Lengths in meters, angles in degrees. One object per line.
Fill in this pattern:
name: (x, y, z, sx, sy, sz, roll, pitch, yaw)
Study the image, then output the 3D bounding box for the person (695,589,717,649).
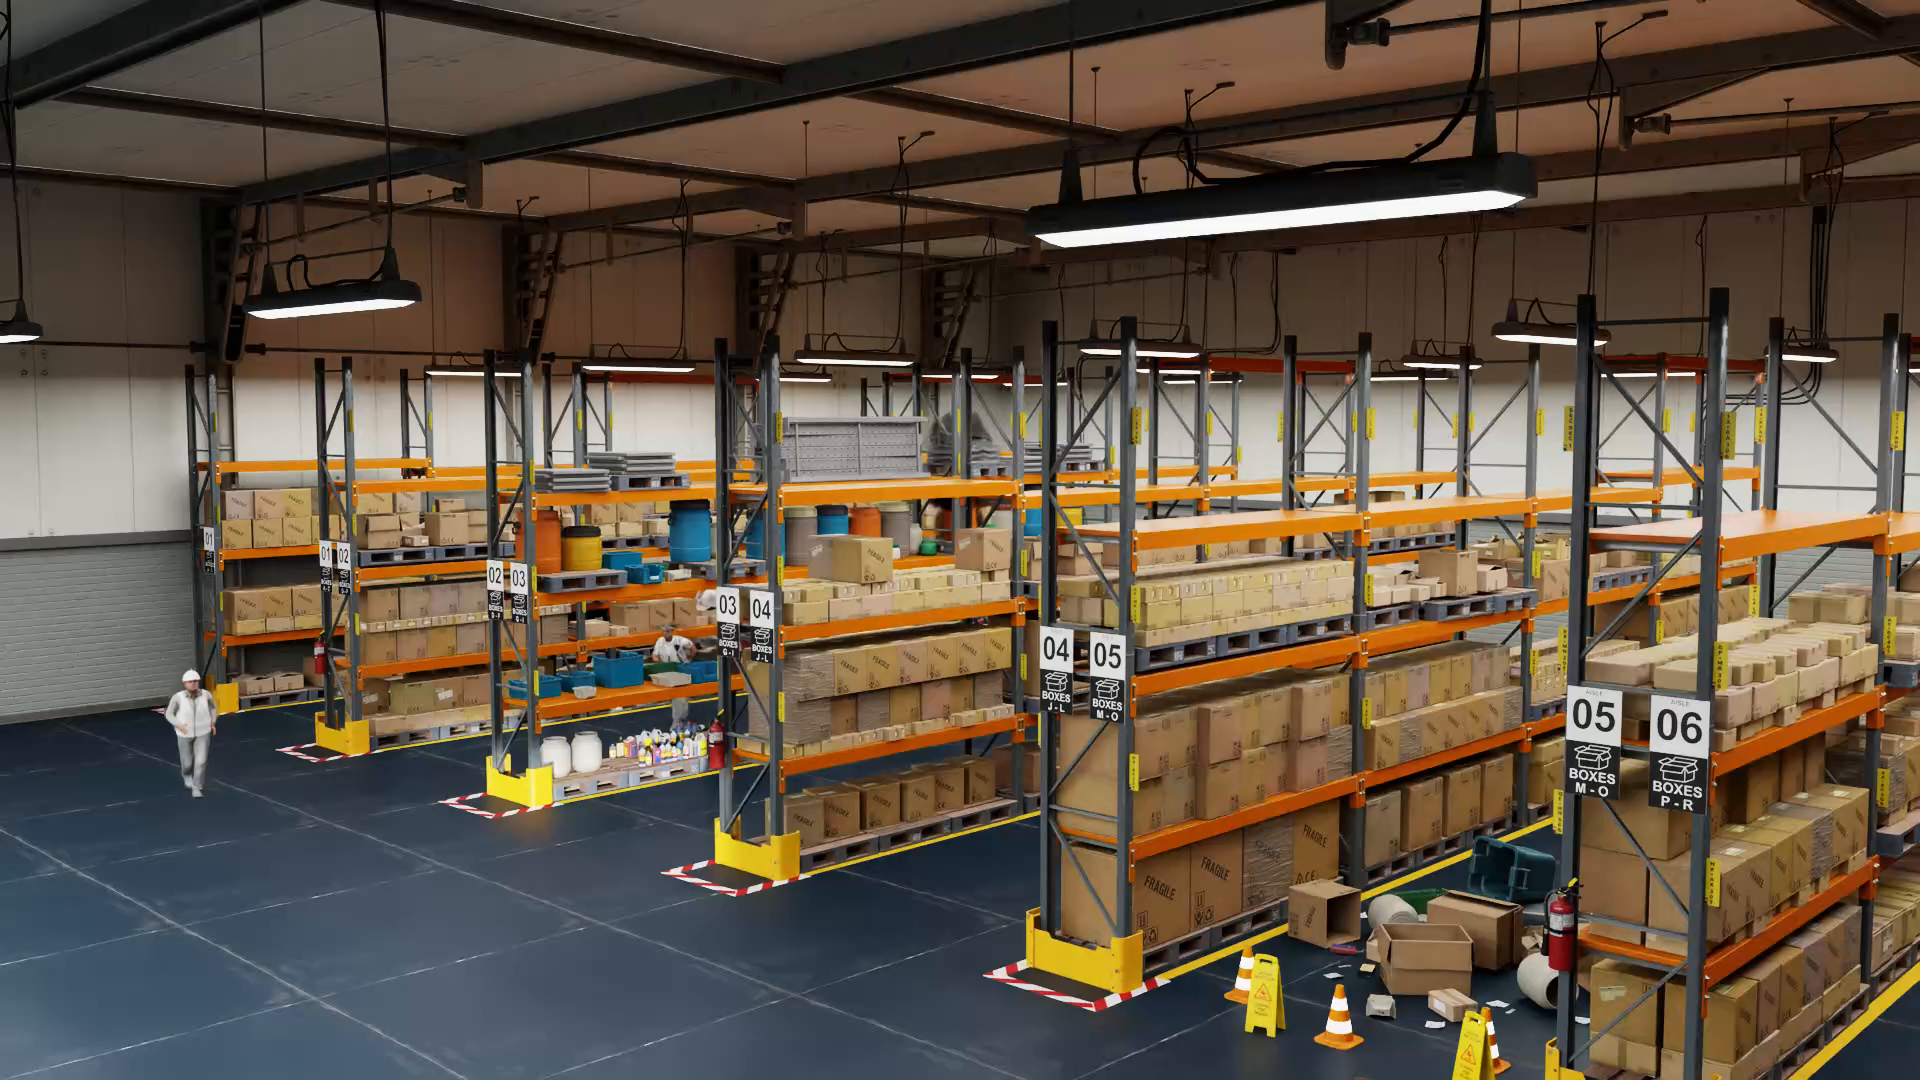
person: (-5.314, 1.647, 34.771, 0.687, 1.724, 0.680, 4, 6, 41)

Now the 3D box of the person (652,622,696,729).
person: (-4.706, 2.203, 27.510, 0.658, 1.757, 0.999, 2, 5, 21)

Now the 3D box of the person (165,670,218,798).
person: (-10.366, 2.596, 22.457, 0.654, 1.725, 0.757, -2, 5, -28)
